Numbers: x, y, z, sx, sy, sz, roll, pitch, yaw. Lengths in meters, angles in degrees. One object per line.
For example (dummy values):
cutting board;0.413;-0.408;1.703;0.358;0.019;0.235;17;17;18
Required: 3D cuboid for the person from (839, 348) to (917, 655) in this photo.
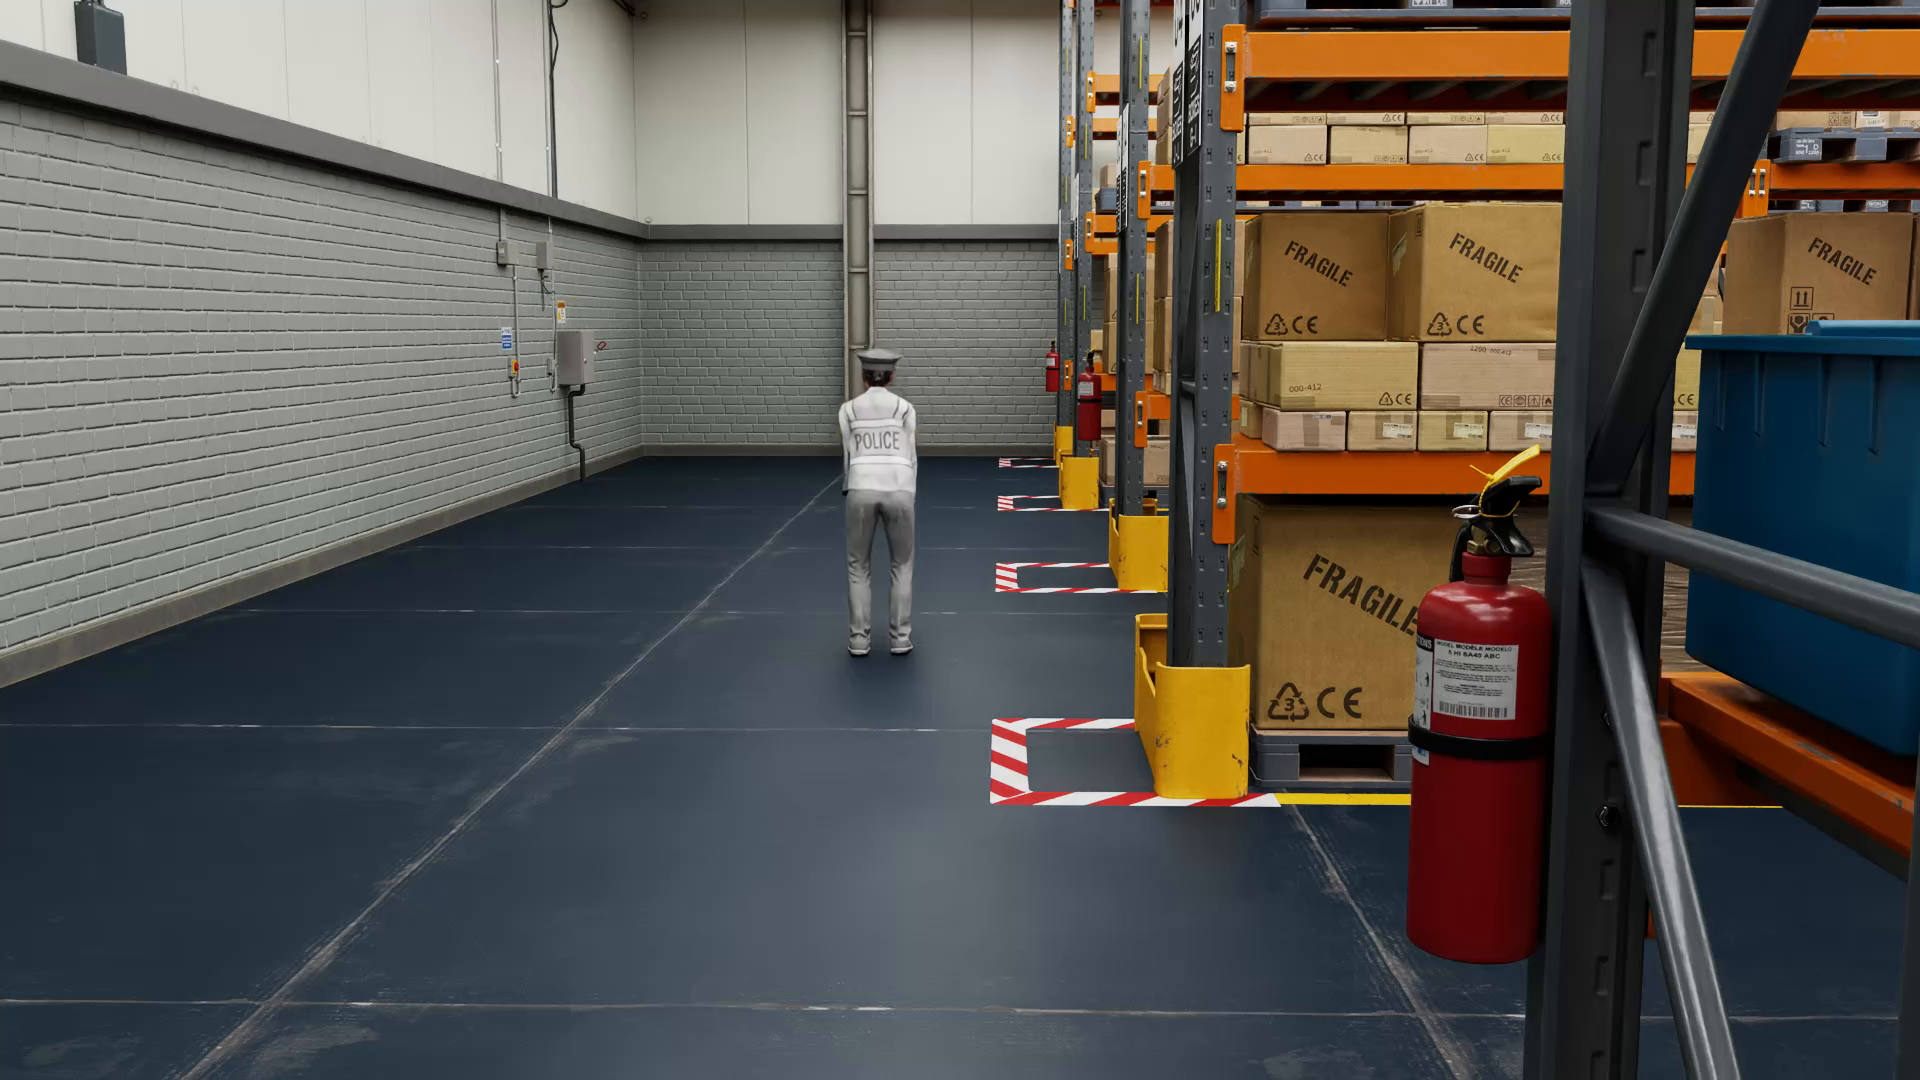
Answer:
person;-0.440;-0.208;8.987;0.414;1.648;0.550;0;7;0
